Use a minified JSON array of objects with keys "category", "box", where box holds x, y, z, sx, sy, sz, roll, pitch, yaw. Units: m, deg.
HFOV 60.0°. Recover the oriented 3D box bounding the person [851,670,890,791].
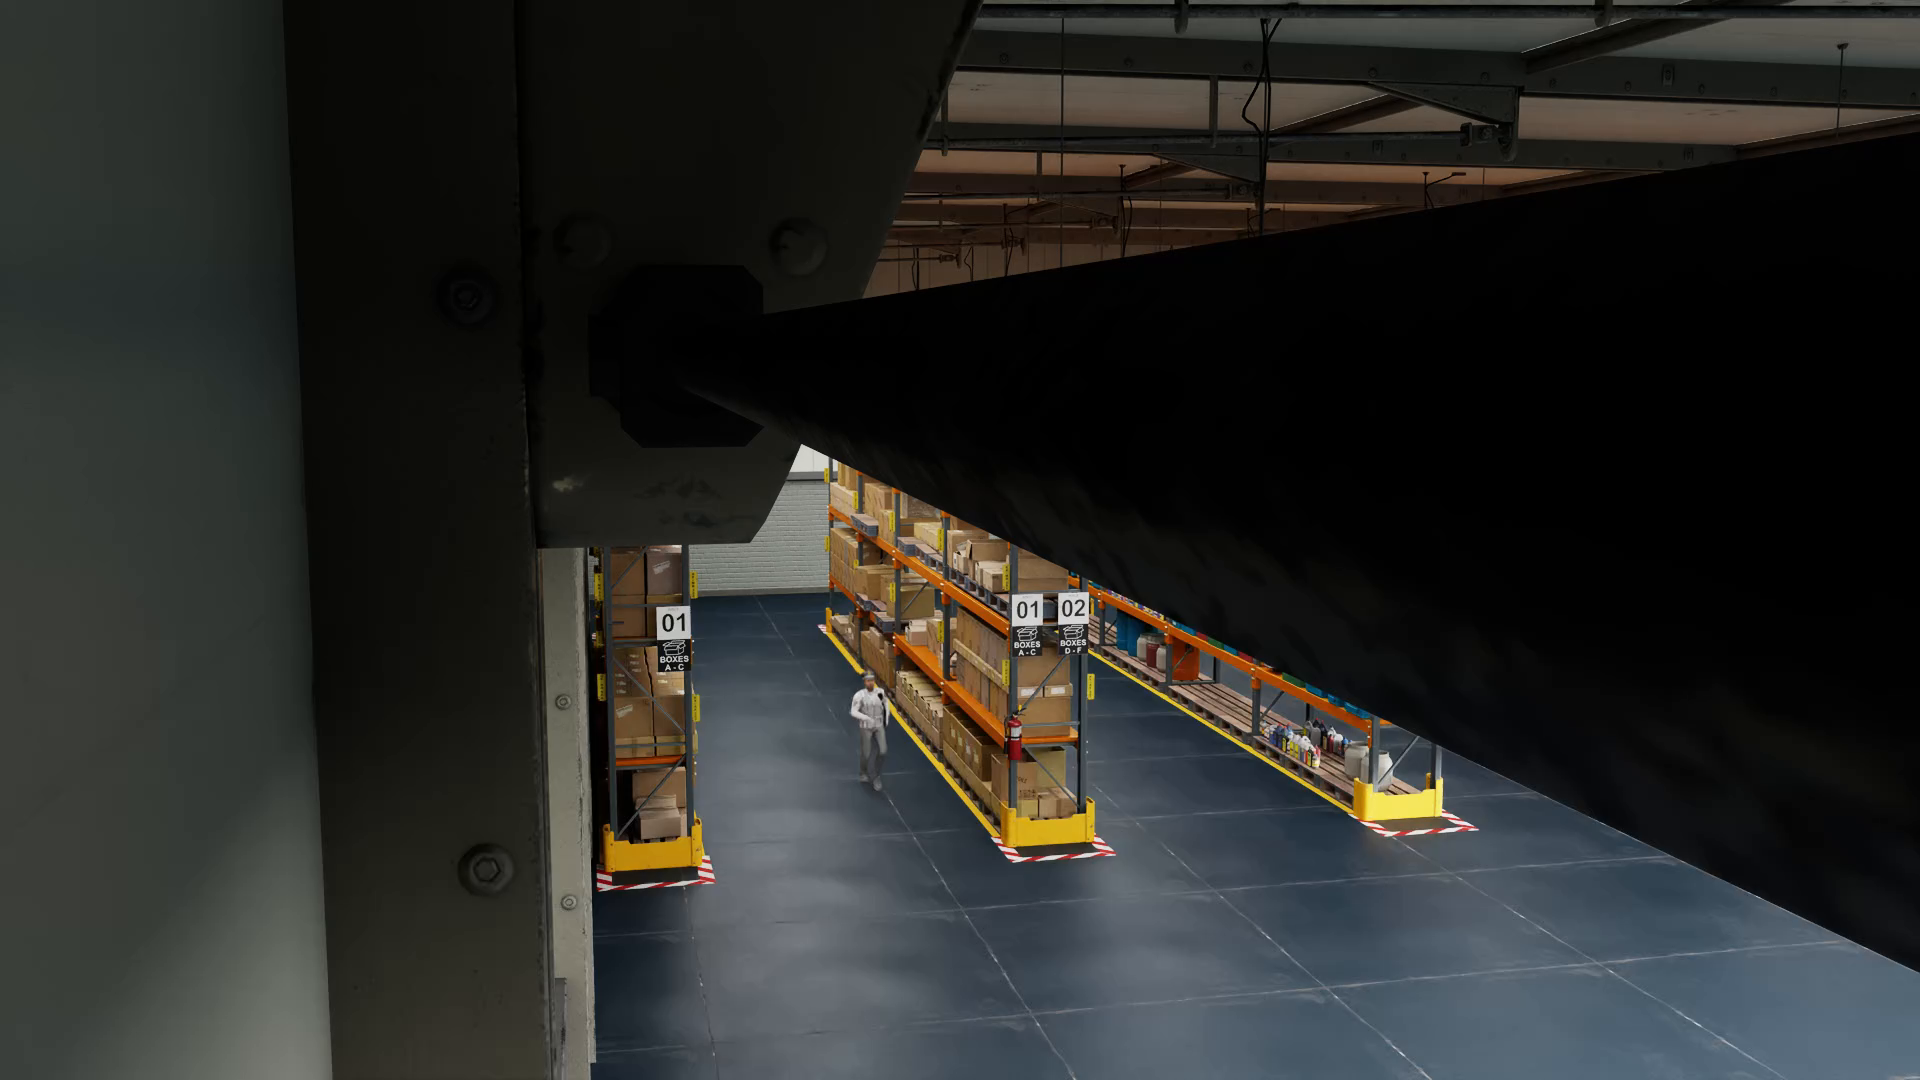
[{"category":"person","box":[-1.251,2.678,23.556,0.616,1.716,0.683,-2,7,-17]}]
